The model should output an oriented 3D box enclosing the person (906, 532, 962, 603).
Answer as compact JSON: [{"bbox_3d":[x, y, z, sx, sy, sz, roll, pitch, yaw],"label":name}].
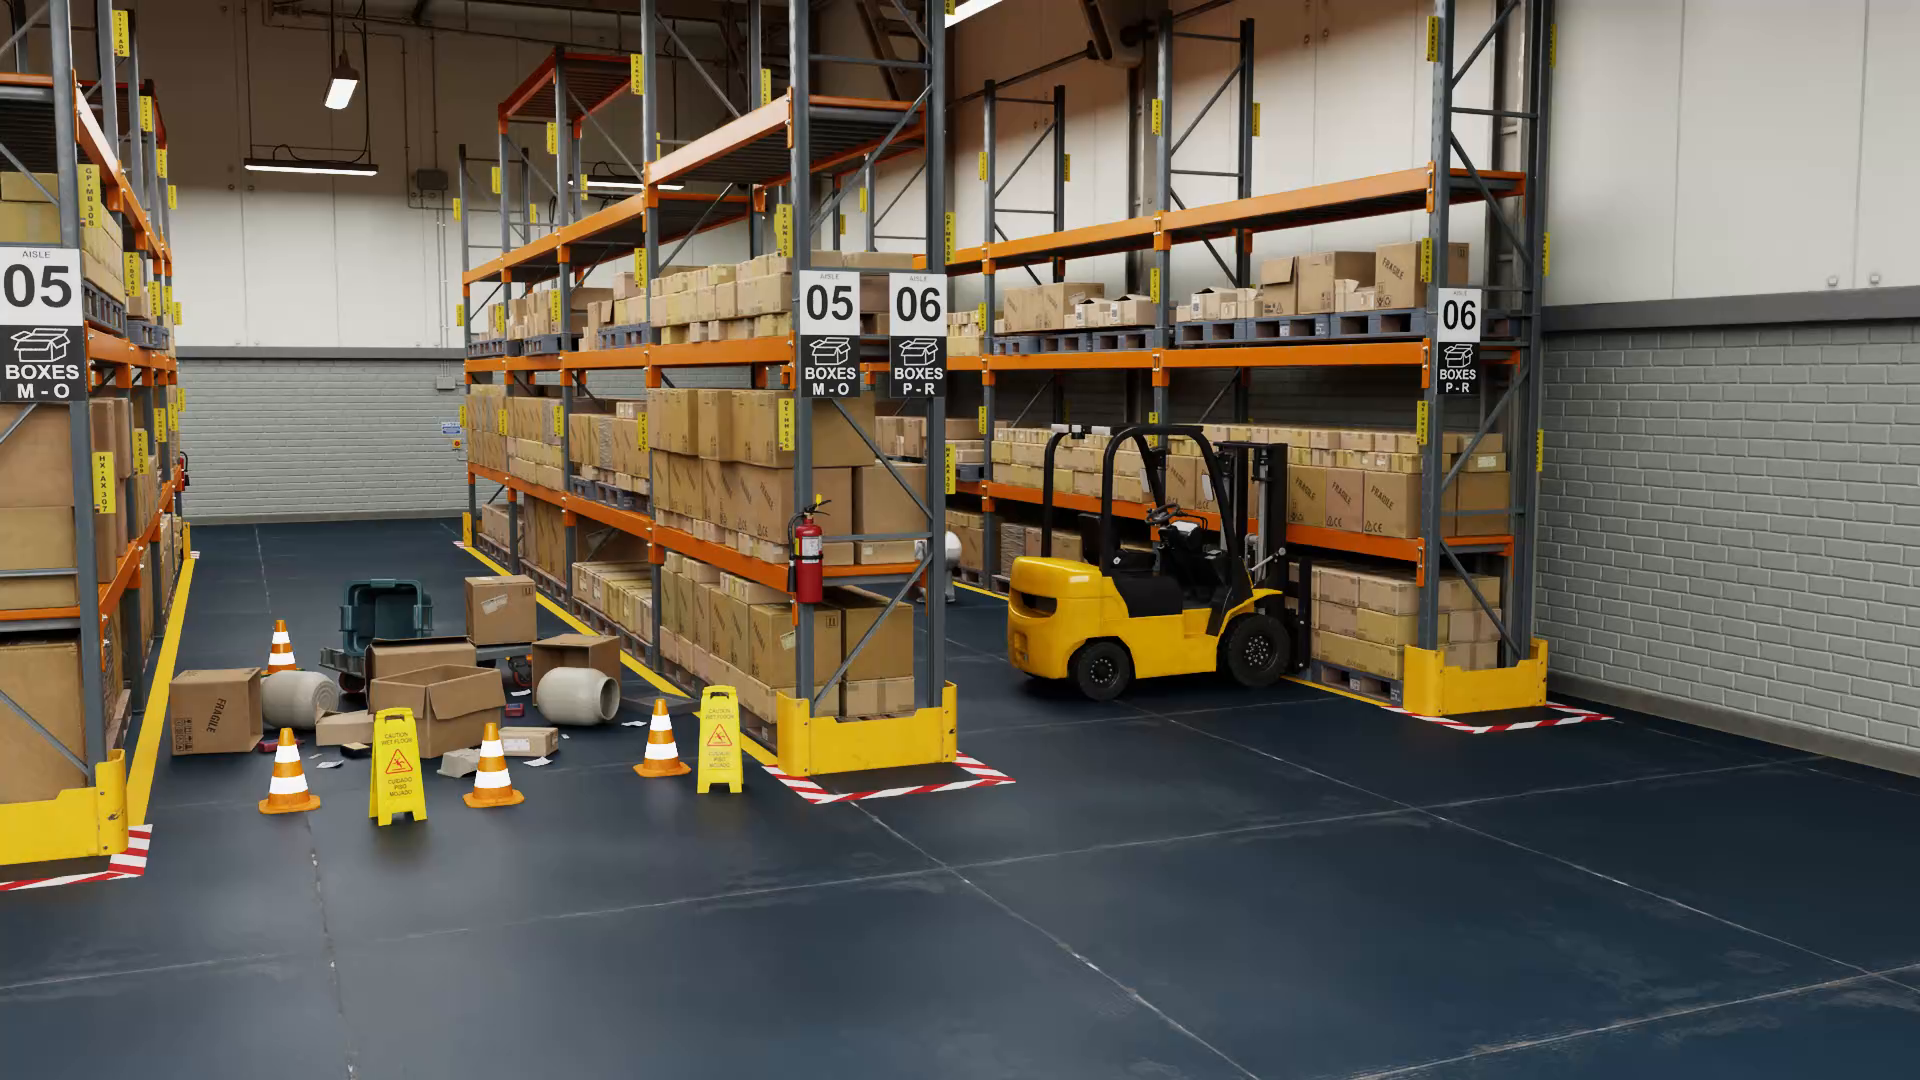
[{"bbox_3d":[-0.335,0.298,18.988,0.521,0.834,0.942,-3,6,-26],"label":"person"}]
